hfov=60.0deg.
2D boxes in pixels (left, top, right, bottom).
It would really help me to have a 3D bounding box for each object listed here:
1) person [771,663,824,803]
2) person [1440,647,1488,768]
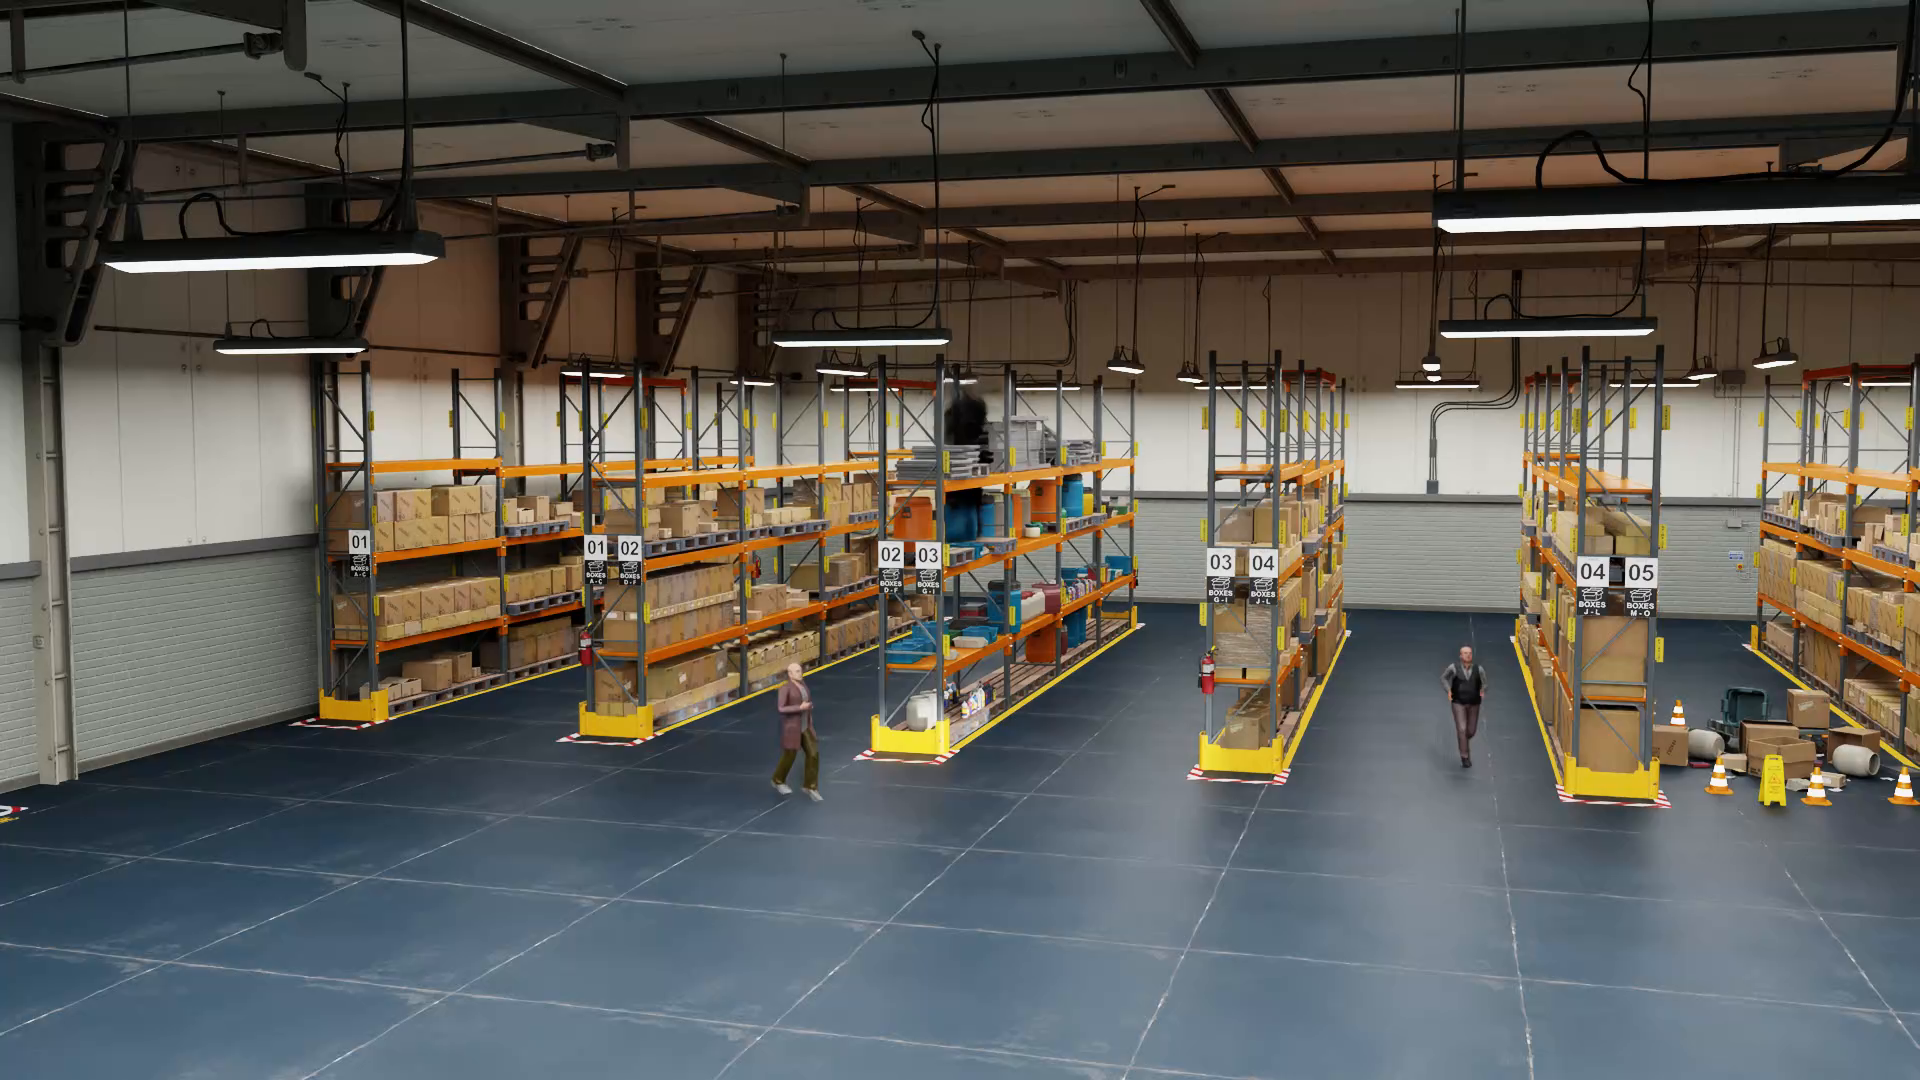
[{"bbox_3d":[-2.180,2.538,21.983,0.842,1.841,0.692,4,5,41],"label":"person"},{"bbox_3d":[7.400,2.419,24.373,0.662,1.721,0.880,0,4,5],"label":"person"}]
